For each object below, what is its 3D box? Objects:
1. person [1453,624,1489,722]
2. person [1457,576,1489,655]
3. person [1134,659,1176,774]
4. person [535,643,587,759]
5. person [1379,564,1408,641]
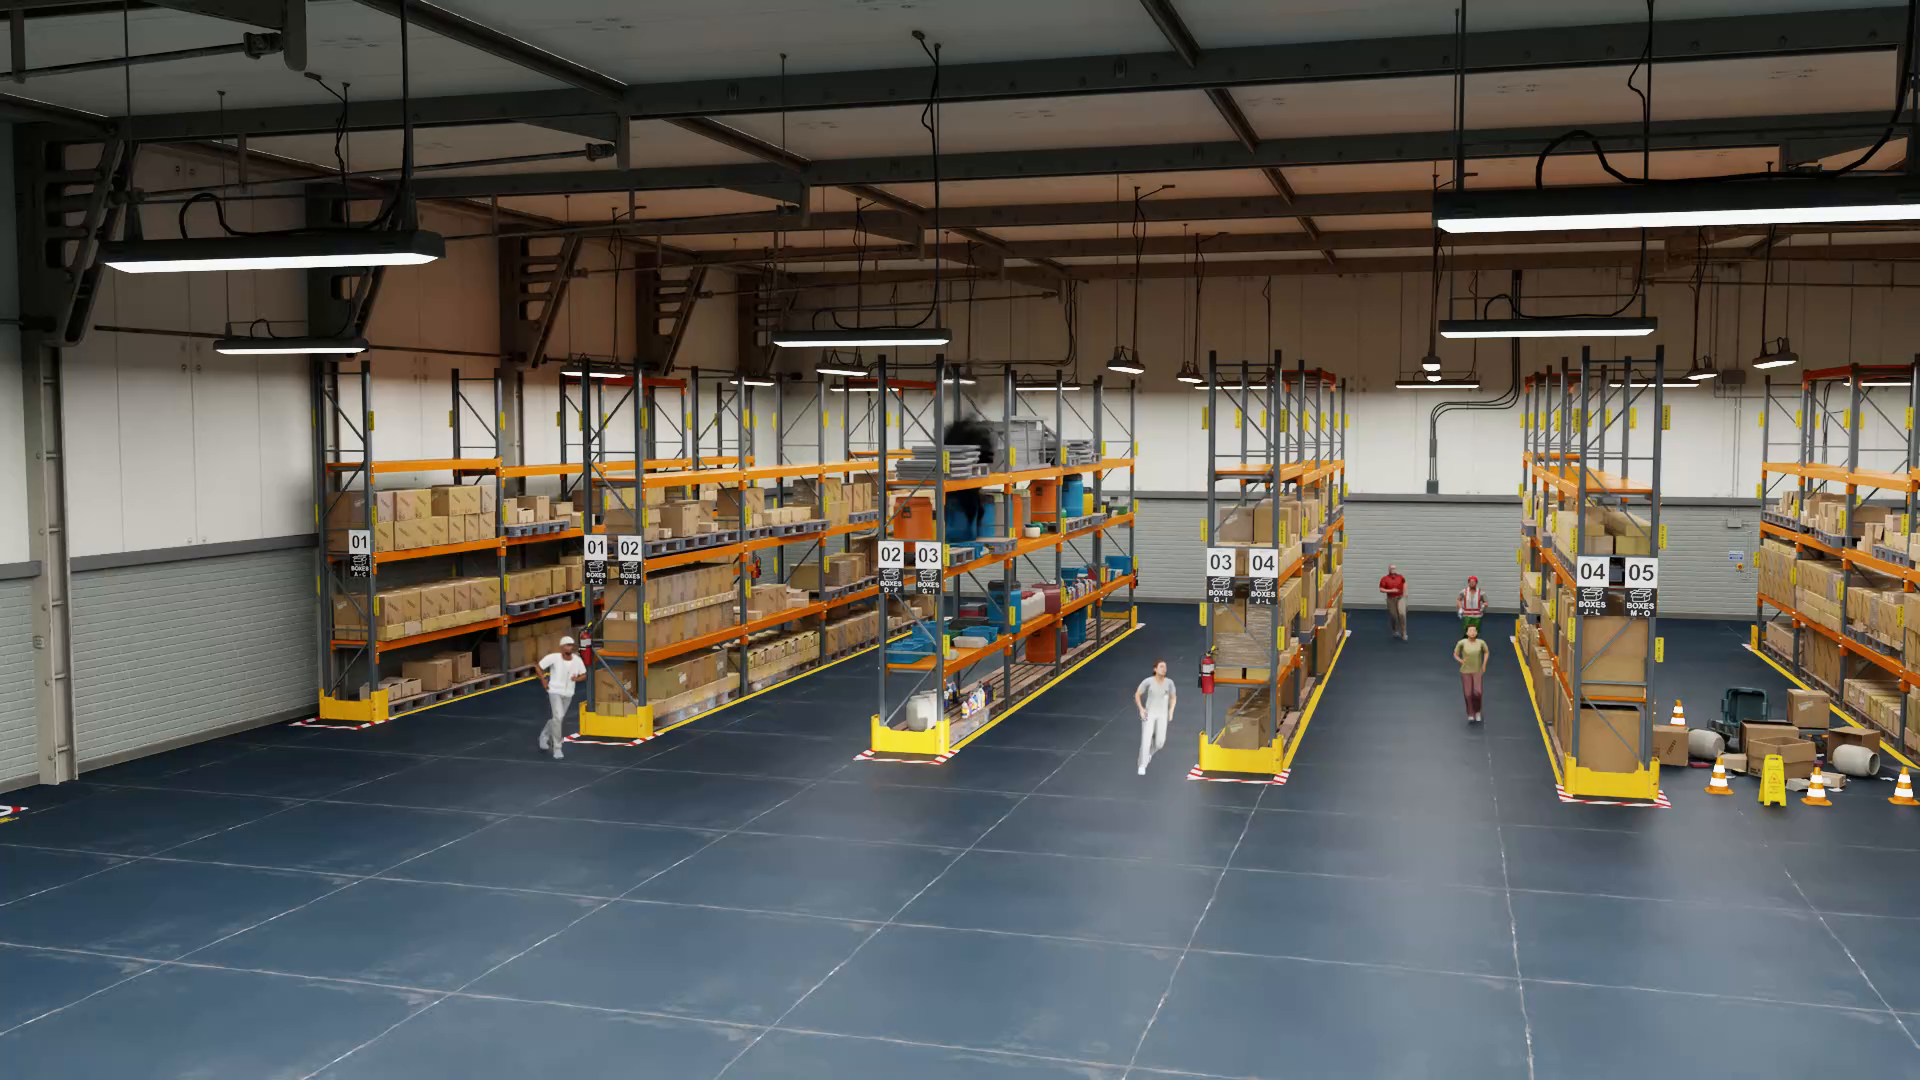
[{"bbox_3d":[8.469,2.205,27.553,0.576,1.636,0.584,1,4,16],"label":"person"},{"bbox_3d":[10.773,1.624,34.929,0.632,1.748,0.601,1,4,15],"label":"person"},{"bbox_3d":[2.771,2.484,23.468,0.611,1.614,0.543,0,4,-5],"label":"person"},{"bbox_3d":[-6.003,2.360,25.144,0.707,1.751,0.854,-4,6,-43],"label":"person"},{"bbox_3d":[9.946,1.412,38.133,0.674,1.706,0.902,0,4,5],"label":"person"}]
